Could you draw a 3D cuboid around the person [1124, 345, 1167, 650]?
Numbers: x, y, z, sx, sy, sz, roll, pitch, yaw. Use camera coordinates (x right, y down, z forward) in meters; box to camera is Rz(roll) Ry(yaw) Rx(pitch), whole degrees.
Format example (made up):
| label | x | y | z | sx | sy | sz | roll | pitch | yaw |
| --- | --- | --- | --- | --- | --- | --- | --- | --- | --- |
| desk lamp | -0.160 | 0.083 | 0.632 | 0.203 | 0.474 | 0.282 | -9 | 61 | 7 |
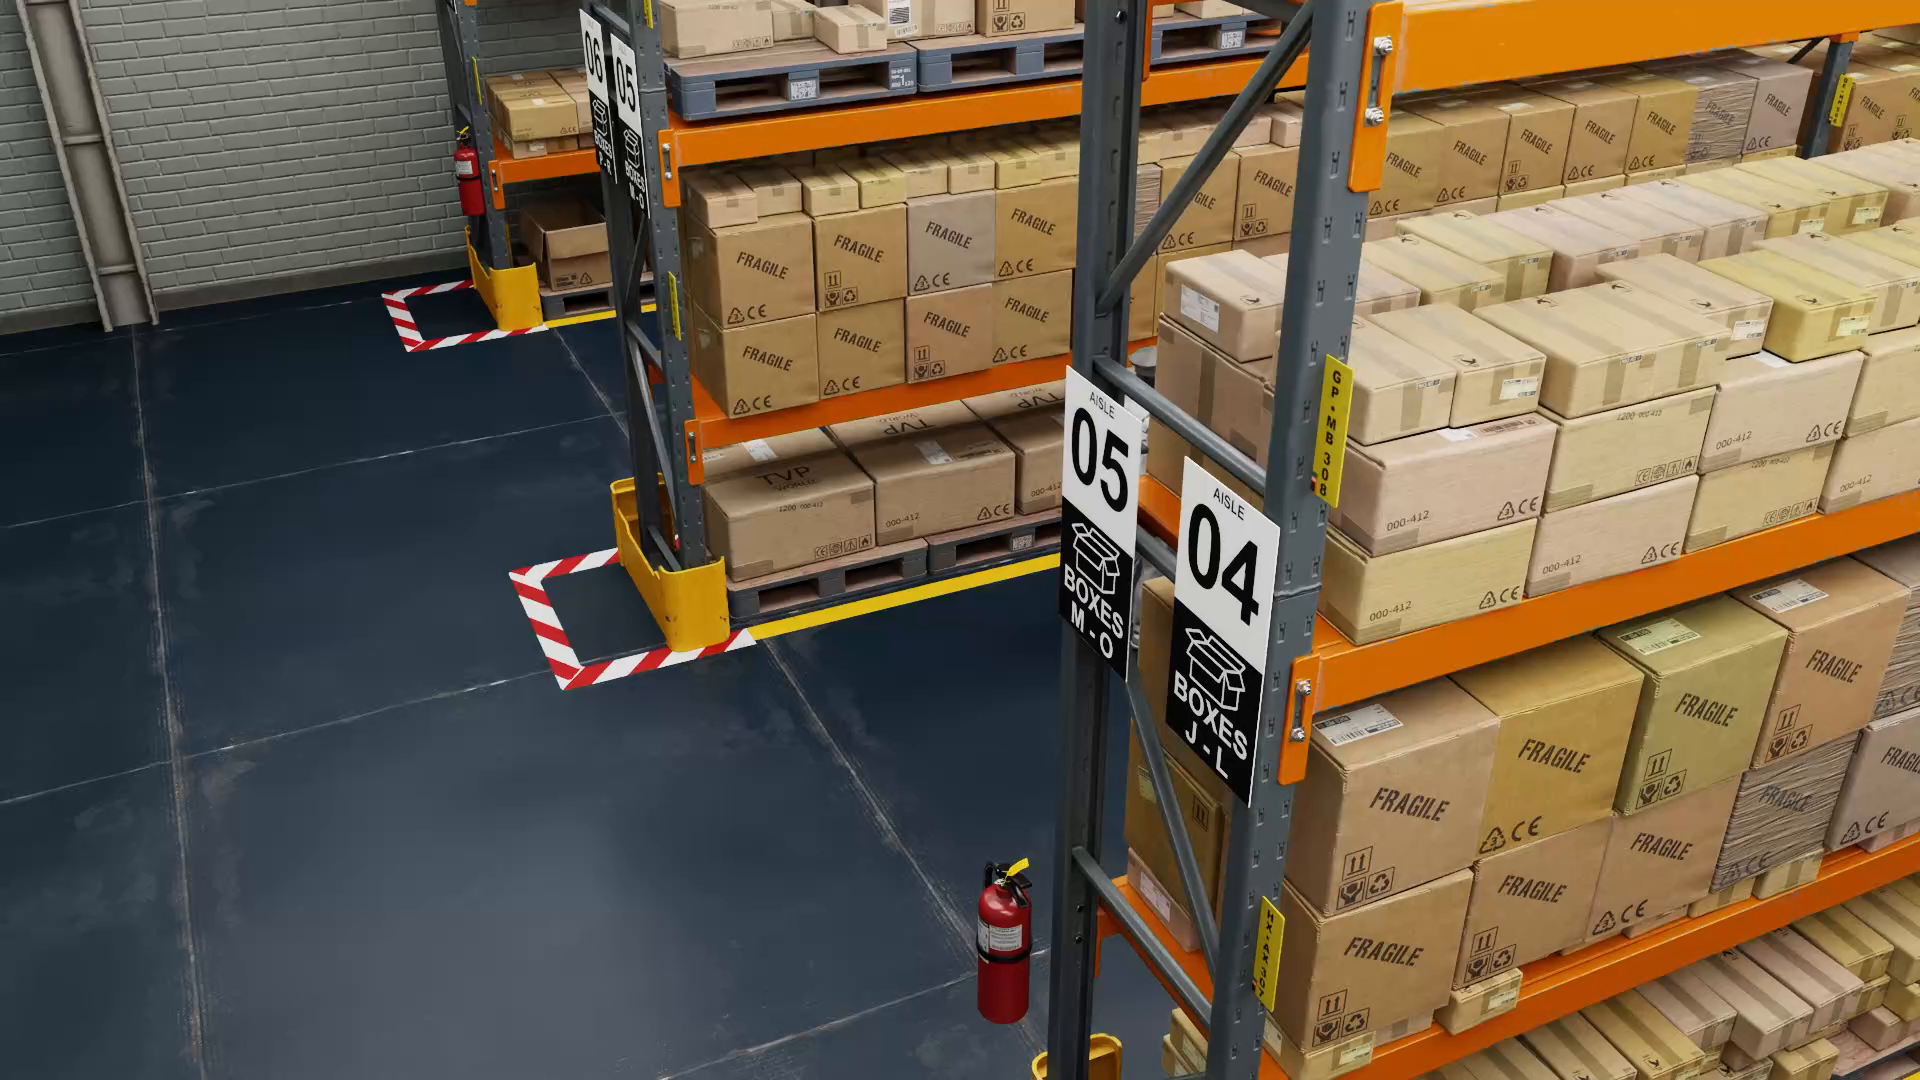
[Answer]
| label | x | y | z | sx | sy | sz | roll | pitch | yaw |
| --- | --- | --- | --- | --- | --- | --- | --- | --- | --- |
| person | 0.961 | -0.221 | 8.831 | 0.373 | 1.662 | 0.535 | -15 | 33 | -25 |
